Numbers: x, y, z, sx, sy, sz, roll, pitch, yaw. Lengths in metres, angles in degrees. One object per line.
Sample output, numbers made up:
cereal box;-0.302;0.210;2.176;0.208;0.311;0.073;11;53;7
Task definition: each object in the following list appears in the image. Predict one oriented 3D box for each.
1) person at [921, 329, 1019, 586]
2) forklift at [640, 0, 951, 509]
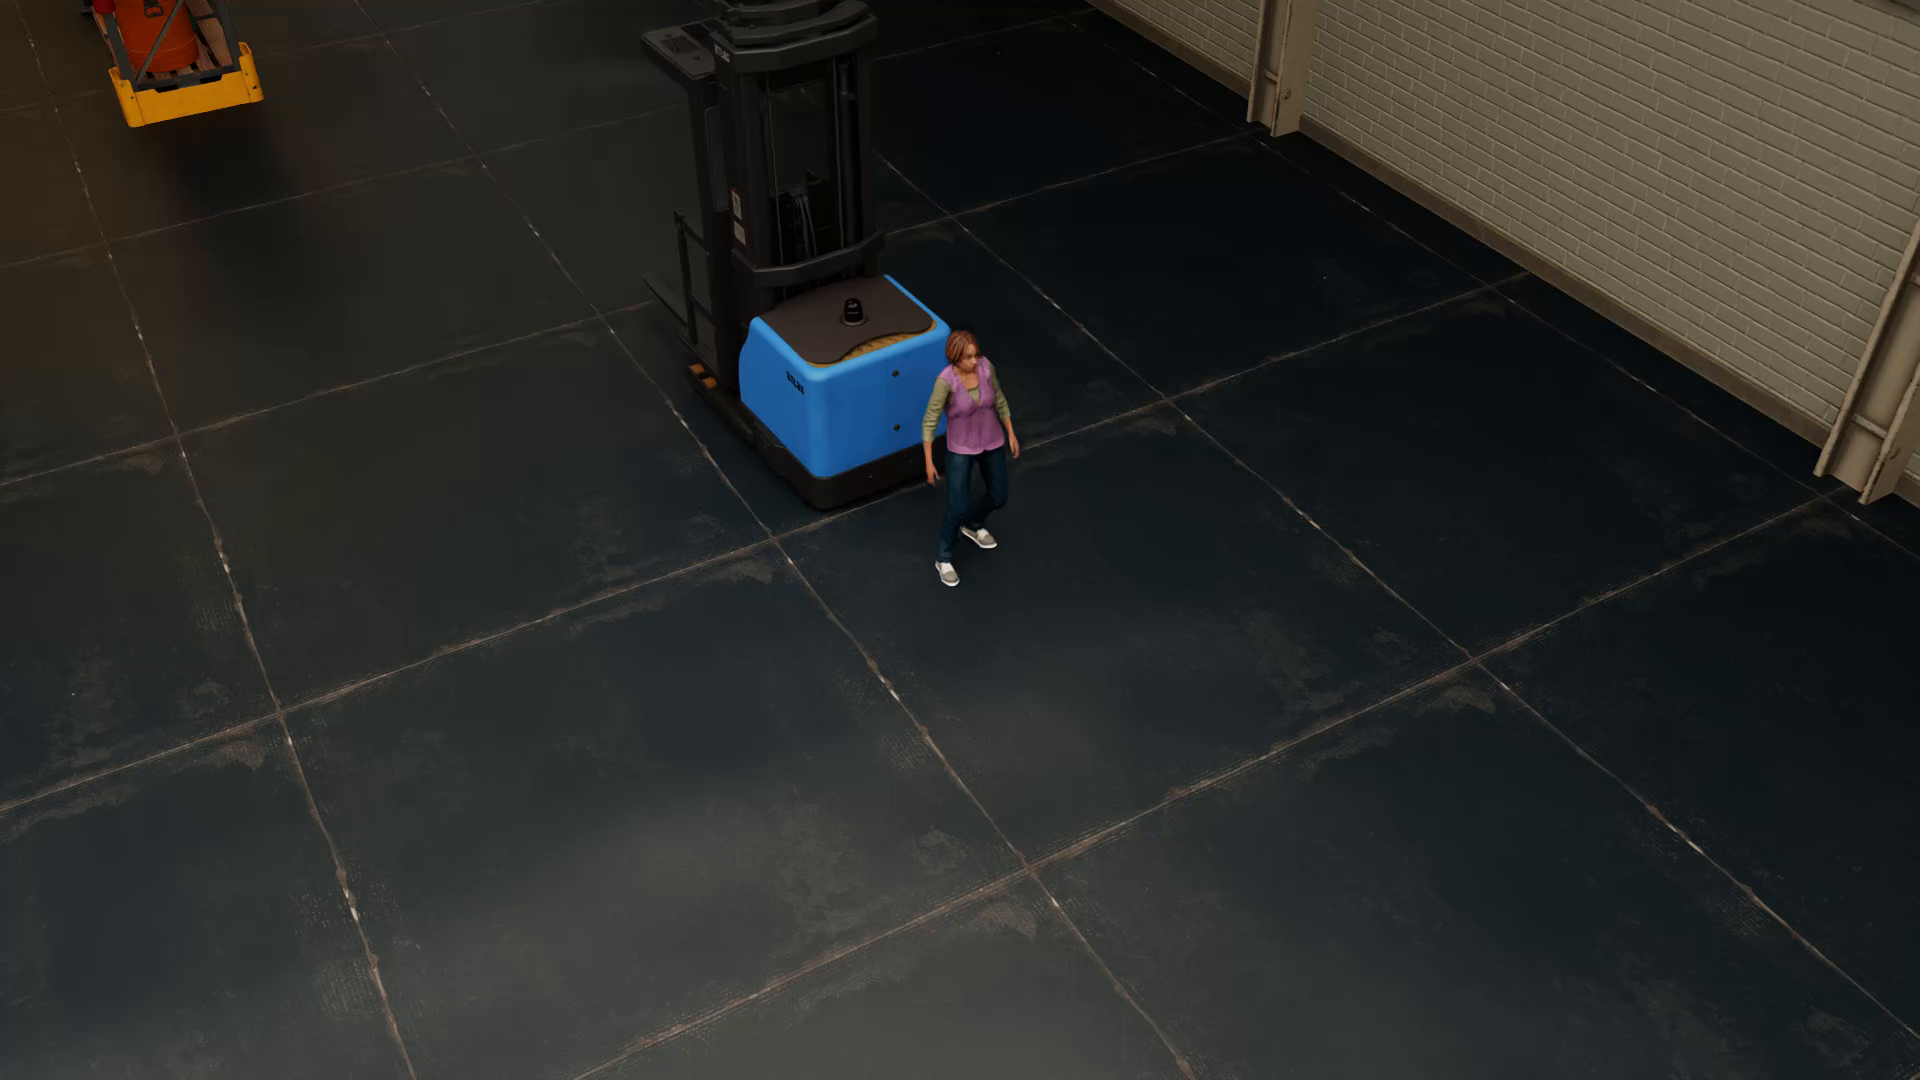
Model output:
person;0.060;-0.498;9.732;0.600;1.526;0.487;-18;43;-20
forklift;-1.261;-2.234;10.730;1.130;2.935;3.031;-22;45;-25
